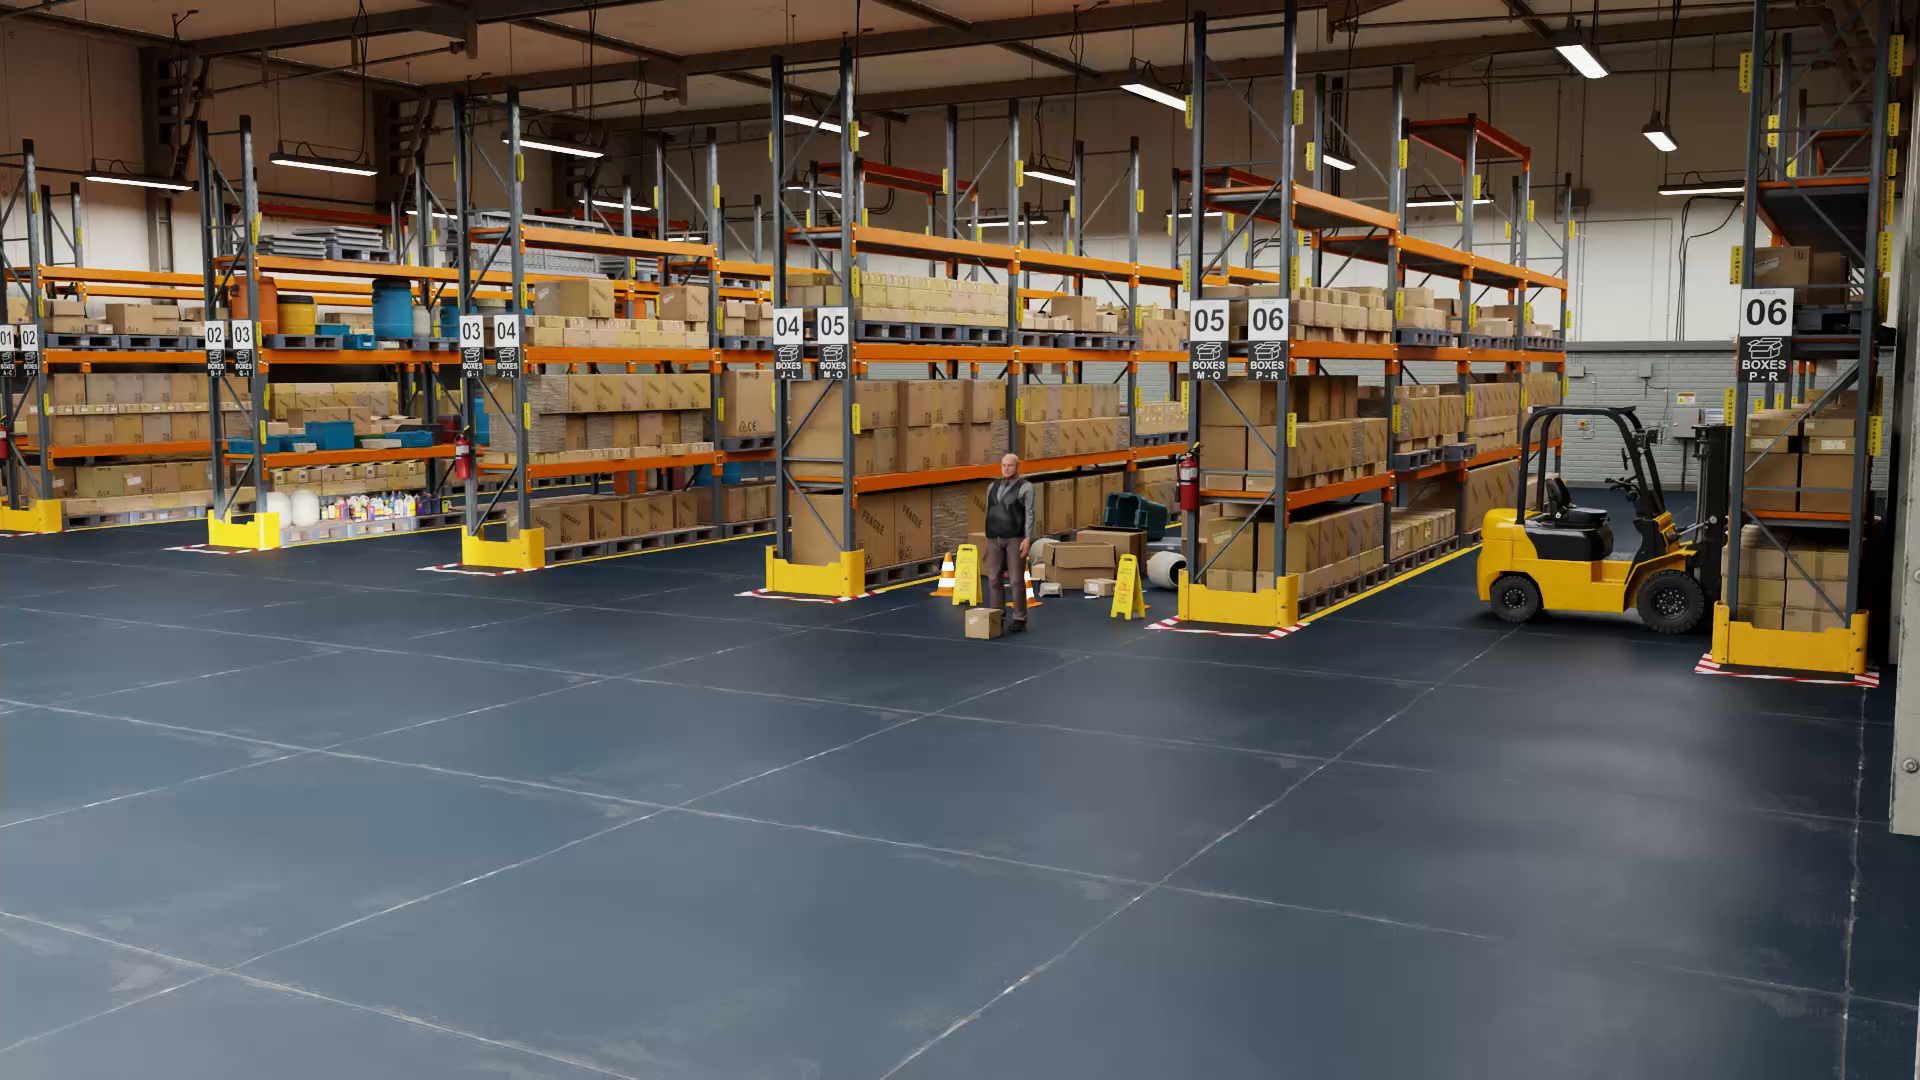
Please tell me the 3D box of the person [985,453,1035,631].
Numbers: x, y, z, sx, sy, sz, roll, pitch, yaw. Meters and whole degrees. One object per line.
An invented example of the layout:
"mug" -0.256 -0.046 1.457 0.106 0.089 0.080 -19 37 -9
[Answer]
"person" 0.472 0.020 16.102 0.532 1.714 0.360 3 7 30
